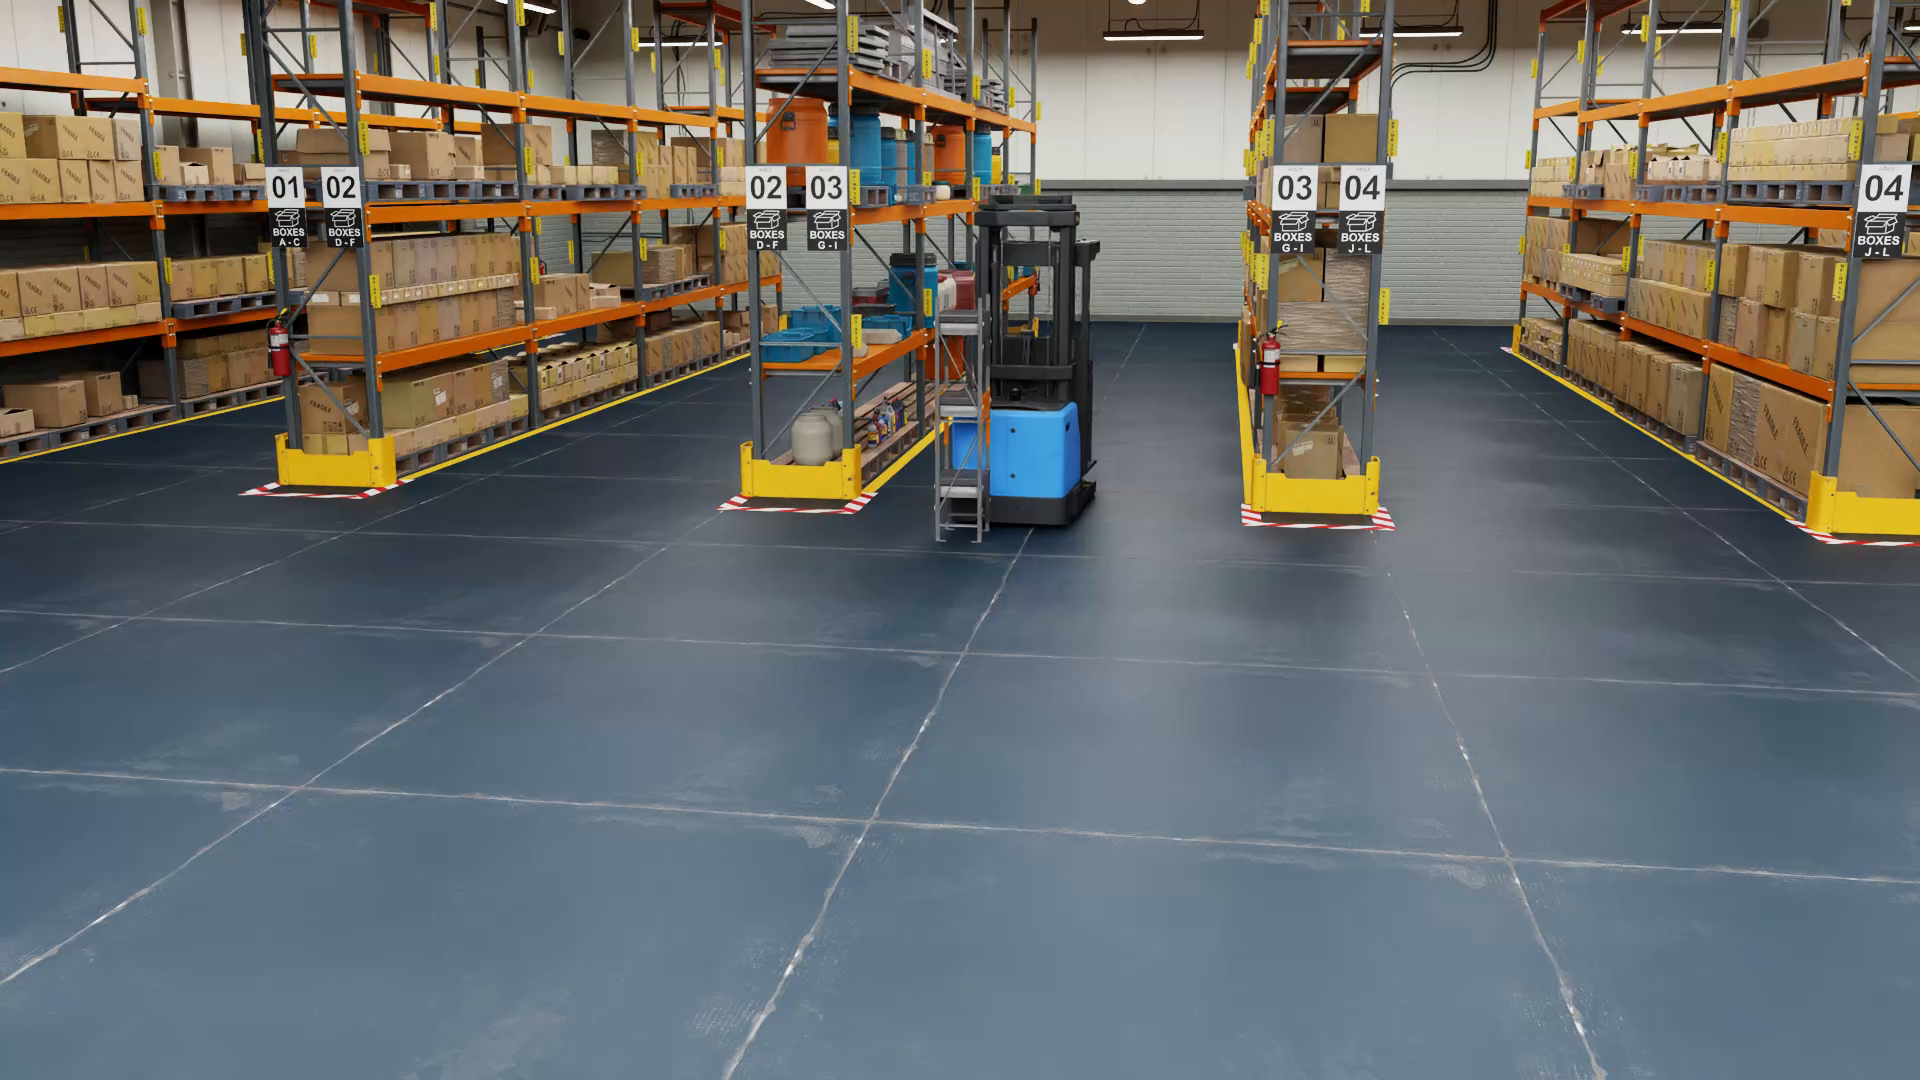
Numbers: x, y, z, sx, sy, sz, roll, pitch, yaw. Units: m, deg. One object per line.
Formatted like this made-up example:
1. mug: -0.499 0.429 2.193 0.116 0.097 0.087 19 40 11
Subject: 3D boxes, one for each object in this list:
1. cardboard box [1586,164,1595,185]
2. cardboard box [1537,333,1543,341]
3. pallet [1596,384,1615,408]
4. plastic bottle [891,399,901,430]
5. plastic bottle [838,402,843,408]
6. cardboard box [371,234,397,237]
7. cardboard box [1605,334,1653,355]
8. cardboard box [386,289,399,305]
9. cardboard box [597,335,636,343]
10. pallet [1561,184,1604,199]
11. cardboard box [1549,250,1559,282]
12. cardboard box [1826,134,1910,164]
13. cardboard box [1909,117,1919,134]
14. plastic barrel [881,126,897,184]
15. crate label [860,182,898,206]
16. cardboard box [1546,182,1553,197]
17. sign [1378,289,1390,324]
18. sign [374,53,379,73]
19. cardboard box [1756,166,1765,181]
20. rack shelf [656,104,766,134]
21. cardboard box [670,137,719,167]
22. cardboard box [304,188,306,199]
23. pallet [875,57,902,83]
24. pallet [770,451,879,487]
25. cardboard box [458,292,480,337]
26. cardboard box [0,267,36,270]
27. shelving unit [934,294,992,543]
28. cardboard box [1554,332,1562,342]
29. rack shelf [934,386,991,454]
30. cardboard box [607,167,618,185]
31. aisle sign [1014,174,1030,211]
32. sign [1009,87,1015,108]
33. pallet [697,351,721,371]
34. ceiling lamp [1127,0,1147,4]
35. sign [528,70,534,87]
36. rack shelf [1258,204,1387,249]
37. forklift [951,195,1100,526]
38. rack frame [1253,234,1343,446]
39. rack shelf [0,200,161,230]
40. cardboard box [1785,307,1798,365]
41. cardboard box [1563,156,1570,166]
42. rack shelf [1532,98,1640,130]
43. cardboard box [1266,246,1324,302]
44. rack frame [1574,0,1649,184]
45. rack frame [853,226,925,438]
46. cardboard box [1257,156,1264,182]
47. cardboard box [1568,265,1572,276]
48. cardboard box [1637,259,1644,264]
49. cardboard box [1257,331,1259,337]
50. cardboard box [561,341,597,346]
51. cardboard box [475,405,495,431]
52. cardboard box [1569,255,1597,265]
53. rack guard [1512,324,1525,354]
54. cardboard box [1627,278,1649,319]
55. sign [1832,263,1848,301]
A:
1. cardboard box: 9.739 -5.507 25.020 0.500 0.311 0.500 2 12 8
2. cardboard box: 10.221 -3.527 28.803 0.380 0.149 0.250 1 12 6
3. pallet: 9.588 -2.022 23.374 1.003 0.211 1.213 2 12 9
4. plastic bottle: -0.772 -1.469 19.432 0.144 0.351 0.185 1 12 6
5. plastic bottle: -1.433 -1.495 19.733 0.152 0.276 0.135 2 12 11
6. cardboard box: -9.550 -4.865 27.177 0.500 0.250 0.500 2 12 7
7. cardboard box: 9.312 -2.723 23.166 0.500 0.250 0.500 2 12 7
8. cardboard box: -6.126 -2.556 17.458 0.380 0.149 0.250 2 12 7
9. cardboard box: -5.295 -2.921 25.818 0.500 0.500 0.500 2 12 11
10. pallet: 9.881 -5.305 25.313 1.213 0.211 1.003 2 12 9
11. cardboard box: 9.958 -4.467 27.159 0.500 0.500 0.500 2 12 7
12. cardboard box: 8.035 -3.461 14.727 0.500 0.250 0.500 2 12 9
13. cardboard box: 8.641 -3.656 14.687 0.380 0.149 0.250 2 12 9
14. plastic barrel: -1.065 -4.556 20.205 0.600 0.901 0.708 2 12 9
15. crate label: -0.929 -3.672 17.645 0.502 0.251 0.408 2 12 9
16. cardboard box: 10.133 -5.871 27.854 0.500 0.250 0.500 2 12 8
17. sign: 3.887 -2.144 15.269 0.100 0.325 0.005 2 12 9
18. sign: -10.032 -8.208 28.627 0.100 0.325 0.005 2 12 9
19. cardboard box: 8.305 -3.711 16.834 0.380 0.149 0.250 2 12 8
20. rack shelf: -4.284 -7.554 29.902 1.077 0.370 4.000 2 12 9
21. cardboard box: -4.555 -6.665 28.570 0.700 0.500 0.500 2 12 9
22. cardboard box: -9.946 -5.160 24.359 0.500 0.311 0.500 2 12 9
23. pallet: -1.213 -4.950 17.498 1.003 0.211 1.213 2 12 9
24. pallet: -1.448 -0.722 17.345 1.003 0.211 1.213 2 12 9
25. cardboard box: -6.040 -2.635 19.364 0.700 0.500 0.500 2 12 9
26. cardboard box: -11.230 -2.945 19.569 0.500 0.500 0.500 2 12 9
27. shelving unit: 0.025 -1.061 14.432 0.431 2.100 0.503 2 12 9
28. cardboard box: 9.879 -3.295 27.019 0.380 0.149 0.250 2 12 9
29. rack shelf: 0.025 -1.048 14.435 0.431 0.518 0.480 2 12 9
30. cardboard box: -5.221 -5.228 23.871 0.500 0.250 0.500 1 12 4
31. aisle sign: 1.218 -6.506 31.393 0.394 0.787 0.004 2 12 9
32. sign: 0.845 -7.210 27.083 0.100 0.325 0.005 2 12 9
33. pallet: -4.680 -3.025 28.028 1.003 0.211 1.213 2 12 9
34. ceiling lamp: 2.939 -9.919 25.304 0.800 3.185 2.000 2 12 9
35. sign: -8.338 -8.958 32.297 0.100 0.325 0.005 2 12 9
36. rack shelf: 3.658 -3.270 17.134 1.077 0.370 4.000 2 12 9
37. forklift: 0.734 -1.826 16.009 1.130 2.935 3.031 3 12 12
38. rack frame: 3.966 -2.572 19.306 1.000 3.000 0.127 2 12 9
39. rack shelf: -11.025 -3.751 19.368 1.077 0.370 4.000 2 12 9
40. cardboard box: 8.522 -1.937 16.005 0.875 0.550 0.550 2 12 9
41. cardboard box: 9.886 -6.069 26.637 0.380 0.149 0.250 2 12 9
42. rack shelf: 10.389 -7.051 27.566 1.077 0.370 4.000 2 12 9
43. cardboard box: 3.191 -2.544 15.863 0.500 0.500 0.500 2 12 9
44. rack frame: 10.082 -6.988 25.558 1.000 3.000 0.127 2 12 9
45. rack frame: -0.928 -2.732 20.050 1.000 3.000 0.127 2 12 9
46. cardboard box: 4.102 -4.864 21.399 0.500 0.500 0.500 2 12 7
47. cardboard box: 9.489 -4.108 25.329 0.380 0.149 0.250 2 12 10
48. cardboard box: 9.929 -3.959 23.933 0.380 0.149 0.250 2 12 10
49. cardboard box: 3.584 -2.362 18.930 0.380 0.149 0.250 2 12 9
50. cardboard box: -5.578 -2.762 24.387 0.500 0.311 0.500 2 12 11
51. cardboard box: -5.826 -1.442 19.597 0.500 0.250 0.500 2 12 9
52. cardboard box: 9.488 -4.250 25.280 0.380 0.149 0.250 2 12 9
53. rack guard: 10.685 -3.650 30.243 1.175 0.500 0.348 2 12 9
54. cardboard box: 9.131 -3.187 21.922 0.500 0.500 0.500 2 12 9
55. sign: 7.702 -2.259 14.547 0.100 0.325 0.005 2 12 9
